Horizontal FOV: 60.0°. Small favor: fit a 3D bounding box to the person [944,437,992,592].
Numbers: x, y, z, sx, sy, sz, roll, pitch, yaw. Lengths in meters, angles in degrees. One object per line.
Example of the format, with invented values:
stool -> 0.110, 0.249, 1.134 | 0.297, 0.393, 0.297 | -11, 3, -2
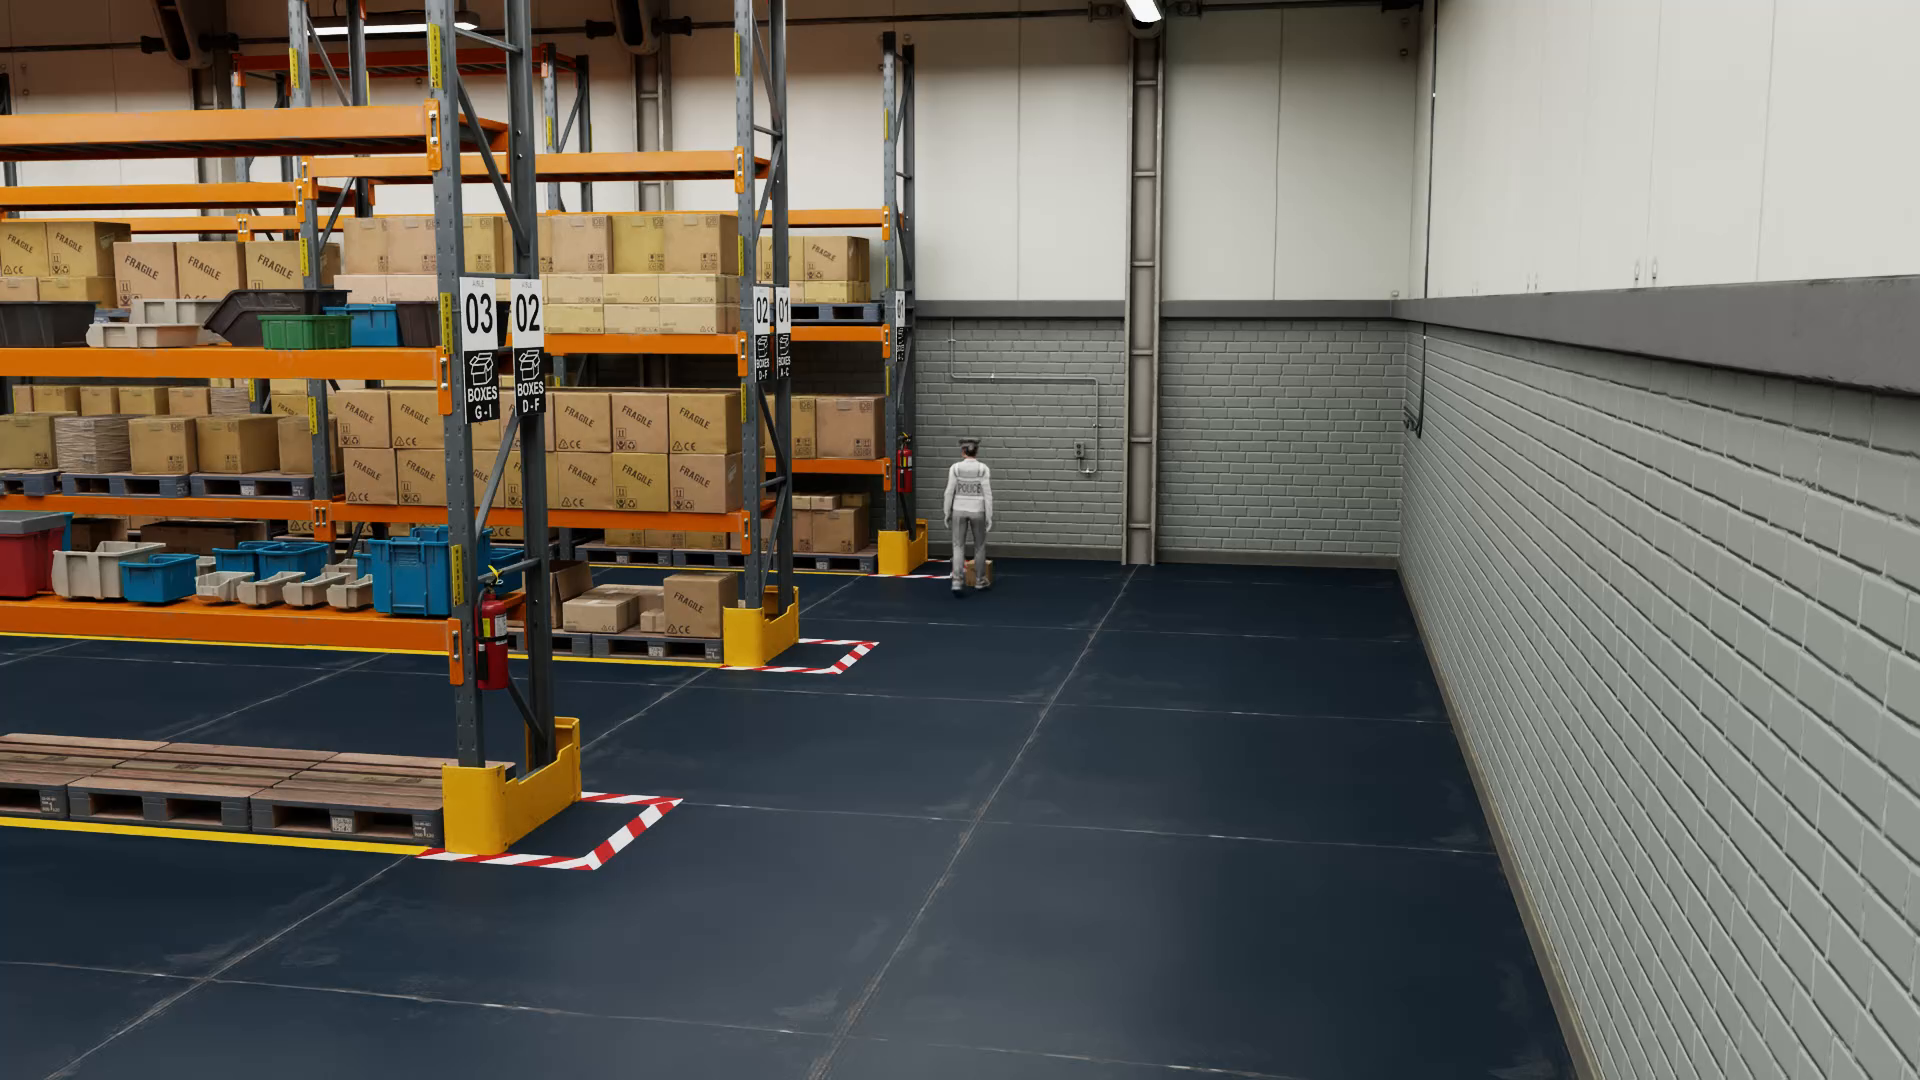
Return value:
person -> 0.093, -0.275, 17.665 | 0.519, 1.638, 0.742 | 1, 8, 4
